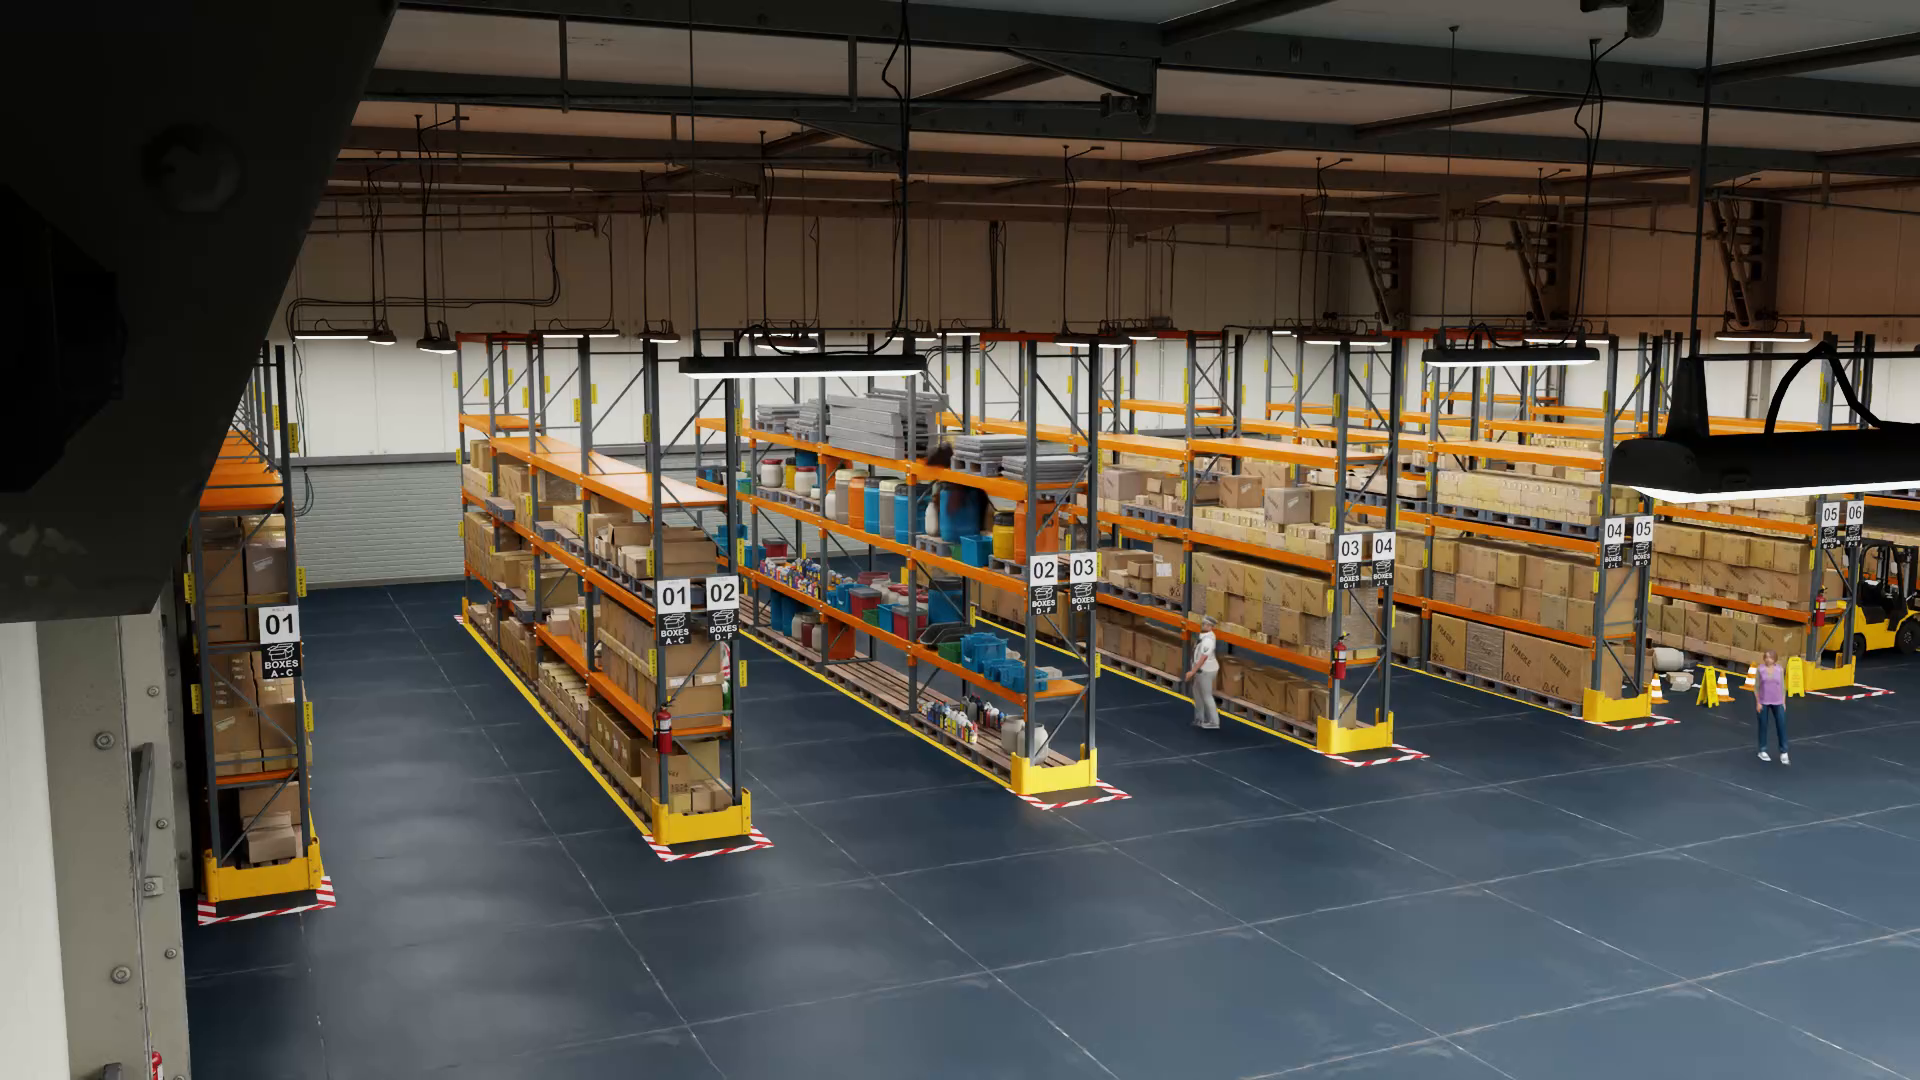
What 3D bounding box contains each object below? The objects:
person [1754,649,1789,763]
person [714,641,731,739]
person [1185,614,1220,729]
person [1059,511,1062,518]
[{"bbox_3d":[11.585,2.354,23.713,0.498,1.600,0.374,2,8,15],"label":"person"},{"bbox_3d":[-3.551,2.083,24.962,0.434,1.774,0.582,-4,9,-27],"label":"person"},{"bbox_3d":[3.730,2.055,25.511,0.615,1.855,0.659,4,9,28],"label":"person"},{"bbox_3d":[2.381,-0.227,42.745,0.501,1.654,0.440,-4,9,-25],"label":"person"}]
